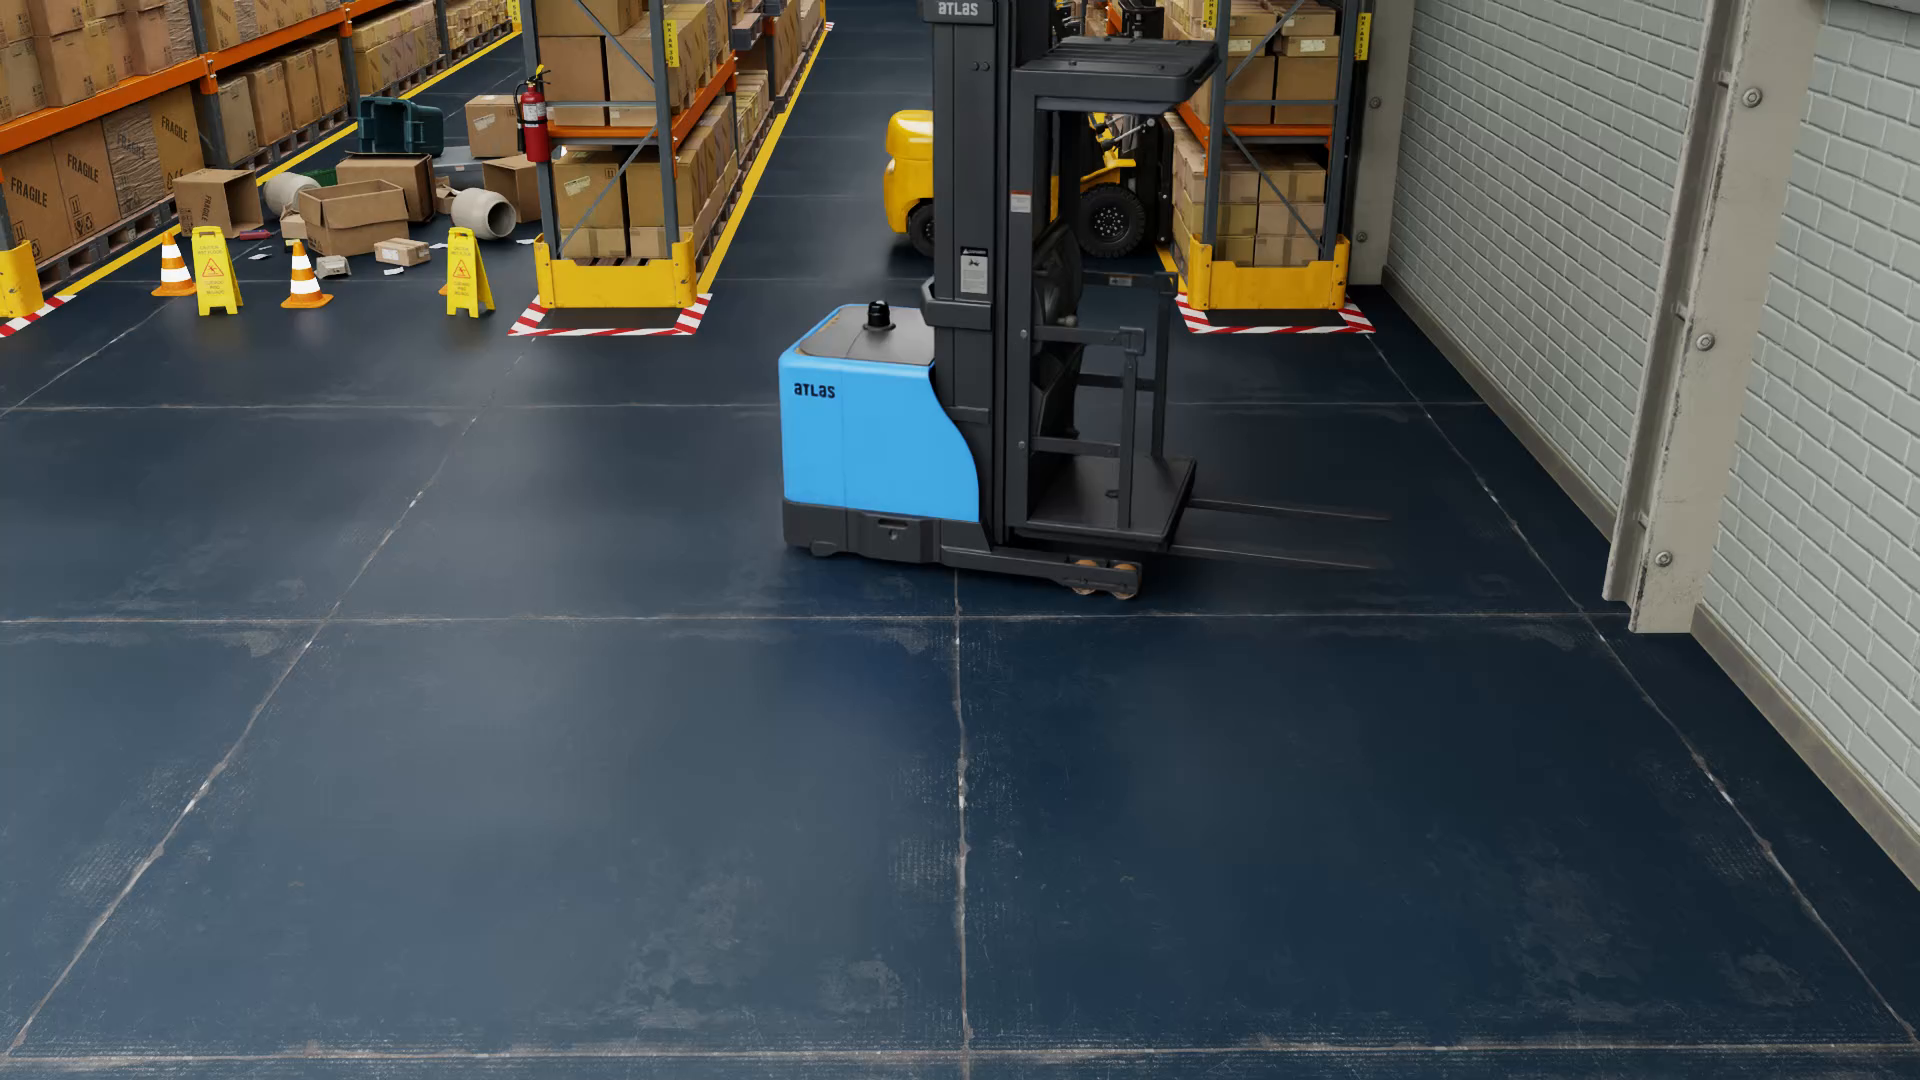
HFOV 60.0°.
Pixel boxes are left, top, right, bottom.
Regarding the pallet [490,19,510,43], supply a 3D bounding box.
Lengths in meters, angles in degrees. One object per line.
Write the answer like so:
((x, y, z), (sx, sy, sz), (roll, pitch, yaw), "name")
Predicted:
((-7.771, -8.065, 26.326), (1.003, 0.211, 1.213), (0, 24, -1), "pallet")

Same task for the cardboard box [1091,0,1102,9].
((1.999, -7.369, 22.778), (0.380, 0.149, 0.250), (-1, 24, -3), "cardboard box")

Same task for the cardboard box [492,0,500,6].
((-7.411, -8.438, 25.995), (0.380, 0.149, 0.250), (-1, 24, -2), "cardboard box")

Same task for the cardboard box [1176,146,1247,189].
((2.013, -2.989, 13.333), (0.500, 0.250, 0.500), (0, 24, 0), "cardboard box")

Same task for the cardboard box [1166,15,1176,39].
((2.071, -4.283, 14.458), (0.500, 0.500, 0.500), (0, 24, -1), "cardboard box")

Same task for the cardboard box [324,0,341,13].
((-7.384, -6.266, 18.844), (0.500, 0.500, 0.500), (0, 24, -1), "cardboard box")

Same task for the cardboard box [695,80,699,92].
((-2.387, -3.841, 13.908), (0.380, 0.149, 0.250), (-1, 24, -2), "cardboard box")

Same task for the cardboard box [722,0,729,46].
((-2.412, -4.820, 15.285), (0.500, 0.500, 0.500), (-1, 24, -2), "cardboard box")

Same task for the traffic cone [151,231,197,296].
((-6.156, -2.178, 13.004), (0.336, 0.463, 0.334), (0, 24, -1), "traffic cone")

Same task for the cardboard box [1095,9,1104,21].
((2.043, -7.121, 22.591), (0.380, 0.149, 0.250), (-1, 24, -3), "cardboard box")

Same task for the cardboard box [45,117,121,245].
((-7.656, -2.974, 13.753), (0.875, 0.875, 0.875), (-1, 24, -1), "cardboard box")

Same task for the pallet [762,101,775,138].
((-2.702, -4.876, 19.276), (1.003, 0.211, 1.213), (0, 24, -1), "pallet")

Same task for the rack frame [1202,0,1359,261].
((2.342, -3.196, 12.177), (1.000, 3.000, 0.127), (0, 24, -1), "rack frame")

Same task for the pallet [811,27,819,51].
((-2.699, -7.664, 25.440), (1.003, 0.211, 1.213), (0, 24, -1), "pallet")

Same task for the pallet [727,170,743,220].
((-2.623, -3.274, 15.732), (1.003, 0.211, 1.213), (0, 24, -1), "pallet")

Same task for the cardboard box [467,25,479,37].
((-7.439, -7.632, 24.934), (0.380, 0.149, 0.250), (-1, 24, -2), "cardboard box")

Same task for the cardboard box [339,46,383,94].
((-7.410, -5.750, 20.348), (0.500, 0.500, 0.500), (-1, 24, -3), "cardboard box")

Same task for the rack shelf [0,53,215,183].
((-7.592, -3.605, 13.954), (1.077, 0.370, 4.000), (0, 24, -1), "rack shelf")

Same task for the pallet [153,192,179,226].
((-7.684, -3.173, 15.509), (1.003, 0.211, 1.213), (0, 24, -1), "pallet")

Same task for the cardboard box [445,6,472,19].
((-7.440, -7.790, 24.562), (0.380, 0.149, 0.250), (0, 24, 1), "cardboard box")

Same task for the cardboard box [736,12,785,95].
((-2.634, -5.977, 20.395), (0.875, 0.875, 0.875), (0, 24, -1), "cardboard box")

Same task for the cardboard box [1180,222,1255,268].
((2.020, -2.327, 13.082), (0.500, 0.250, 0.500), (0, 24, 0), "cardboard box")

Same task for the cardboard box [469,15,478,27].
((-7.435, -7.765, 24.868), (0.380, 0.149, 0.250), (0, 24, -1), "cardboard box")

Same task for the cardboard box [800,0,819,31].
((-2.671, -8.141, 25.709), (0.875, 0.438, 0.875), (0, 24, 1), "cardboard box")

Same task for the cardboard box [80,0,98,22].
((-7.640, -4.497, 13.562), (0.875, 0.550, 0.500), (0, 24, -1), "cardboard box")

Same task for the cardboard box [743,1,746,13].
((-2.390, -5.452, 16.961), (0.380, 0.149, 0.250), (0, 24, 0), "cardboard box")

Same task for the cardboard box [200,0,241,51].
((-7.351, -5.020, 16.089), (0.500, 0.500, 0.500), (0, 24, 0), "cardboard box")

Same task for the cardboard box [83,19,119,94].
((-7.575, -4.006, 13.785), (0.875, 0.550, 0.500), (0, 24, -1), "cardboard box")

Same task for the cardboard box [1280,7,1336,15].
((2.611, -3.922, 12.513), (0.380, 0.149, 0.250), (1, 24, 1), "cardboard box")

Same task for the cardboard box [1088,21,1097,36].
((2.007, -6.774, 22.611), (0.500, 0.500, 0.500), (-1, 24, -1), "cardboard box")

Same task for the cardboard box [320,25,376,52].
((-7.423, -6.084, 20.177), (0.500, 0.250, 0.500), (-1, 24, -3), "cardboard box")

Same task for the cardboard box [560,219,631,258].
((-2.900, -2.453, 13.360), (0.500, 0.250, 0.500), (0, 24, -1), "cardboard box")

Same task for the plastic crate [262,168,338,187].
((-6.302, -3.436, 16.050), (0.450, 0.188, 0.662), (3, 22, 31), "plastic crate")

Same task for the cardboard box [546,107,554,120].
((-2.954, -3.315, 12.745), (0.380, 0.149, 0.250), (-1, 24, -1), "cardboard box")

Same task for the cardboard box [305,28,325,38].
((-7.927, -6.080, 20.167), (0.500, 0.250, 0.500), (-1, 24, -2), "cardboard box")

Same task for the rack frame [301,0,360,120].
((-7.658, -6.405, 19.272), (1.000, 3.000, 0.127), (0, 24, -1), "rack frame")

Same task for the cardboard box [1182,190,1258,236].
((2.024, -2.562, 12.995), (0.500, 0.250, 0.500), (-1, 24, -1), "cardboard box")

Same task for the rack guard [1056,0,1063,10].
((2.168, -8.619, 27.201), (1.175, 0.500, 0.348), (0, 24, -1), "rack guard")

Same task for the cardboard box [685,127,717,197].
((-2.362, -3.218, 14.143), (0.500, 0.500, 0.500), (0, 24, 0), "cardboard box")

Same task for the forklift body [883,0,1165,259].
((0.497, -3.583, 14.062), (2.313, 2.155, 1.214), (0, 24, -1), "forklift body")

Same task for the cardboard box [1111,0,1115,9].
((2.015, -6.241, 19.090), (0.500, 0.250, 0.500), (0, 24, 0), "cardboard box")

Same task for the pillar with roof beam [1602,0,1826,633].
((-1.004, -3.729, 6.075), (9.100, 9.000, 0.400), (0, 24, -1), "pillar with roof beam")

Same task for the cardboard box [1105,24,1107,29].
((2.042, -6.476, 21.165), (0.380, 0.149, 0.250), (-1, 24, -1), "cardboard box")

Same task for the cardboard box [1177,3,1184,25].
((2.035, -4.416, 13.965), (0.380, 0.149, 0.250), (-1, 24, -2), "cardboard box")

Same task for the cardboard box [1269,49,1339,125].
((2.614, -3.447, 12.611), (0.500, 0.500, 0.500), (1, 24, 1), "cardboard box")

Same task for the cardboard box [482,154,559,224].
((-4.014, -3.235, 15.294), (0.500, 0.500, 0.500), (19, 30, 35), "cardboard box")

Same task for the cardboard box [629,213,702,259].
((-2.354, -2.445, 13.342), (0.500, 0.250, 0.500), (0, 24, -1), "cardboard box")

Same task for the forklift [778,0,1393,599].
((0.663, -1.292, 8.050), (3.031, 2.935, 1.130), (6, 25, 14), "forklift")

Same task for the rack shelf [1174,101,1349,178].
((2.320, -3.693, 14.148), (1.077, 0.370, 4.000), (0, 24, -1), "rack shelf")

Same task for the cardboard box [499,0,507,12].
((-7.454, -8.513, 26.522), (0.380, 0.149, 0.250), (-1, 24, -2), "cardboard box")

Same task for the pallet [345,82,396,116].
((-7.665, -5.457, 20.559), (1.003, 0.211, 1.213), (0, 24, -1), "pallet")

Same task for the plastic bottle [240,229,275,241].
((-6.171, -2.682, 14.607), (0.283, 0.061, 0.133), (-9, 26, -19), "plastic bottle")

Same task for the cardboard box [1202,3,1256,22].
((2.063, -4.029, 12.749), (0.380, 0.149, 0.250), (0, 24, 1), "cardboard box")

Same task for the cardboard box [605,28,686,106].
((-2.350, -3.550, 12.477), (0.500, 0.500, 0.500), (-1, 24, -1), "cardboard box")
